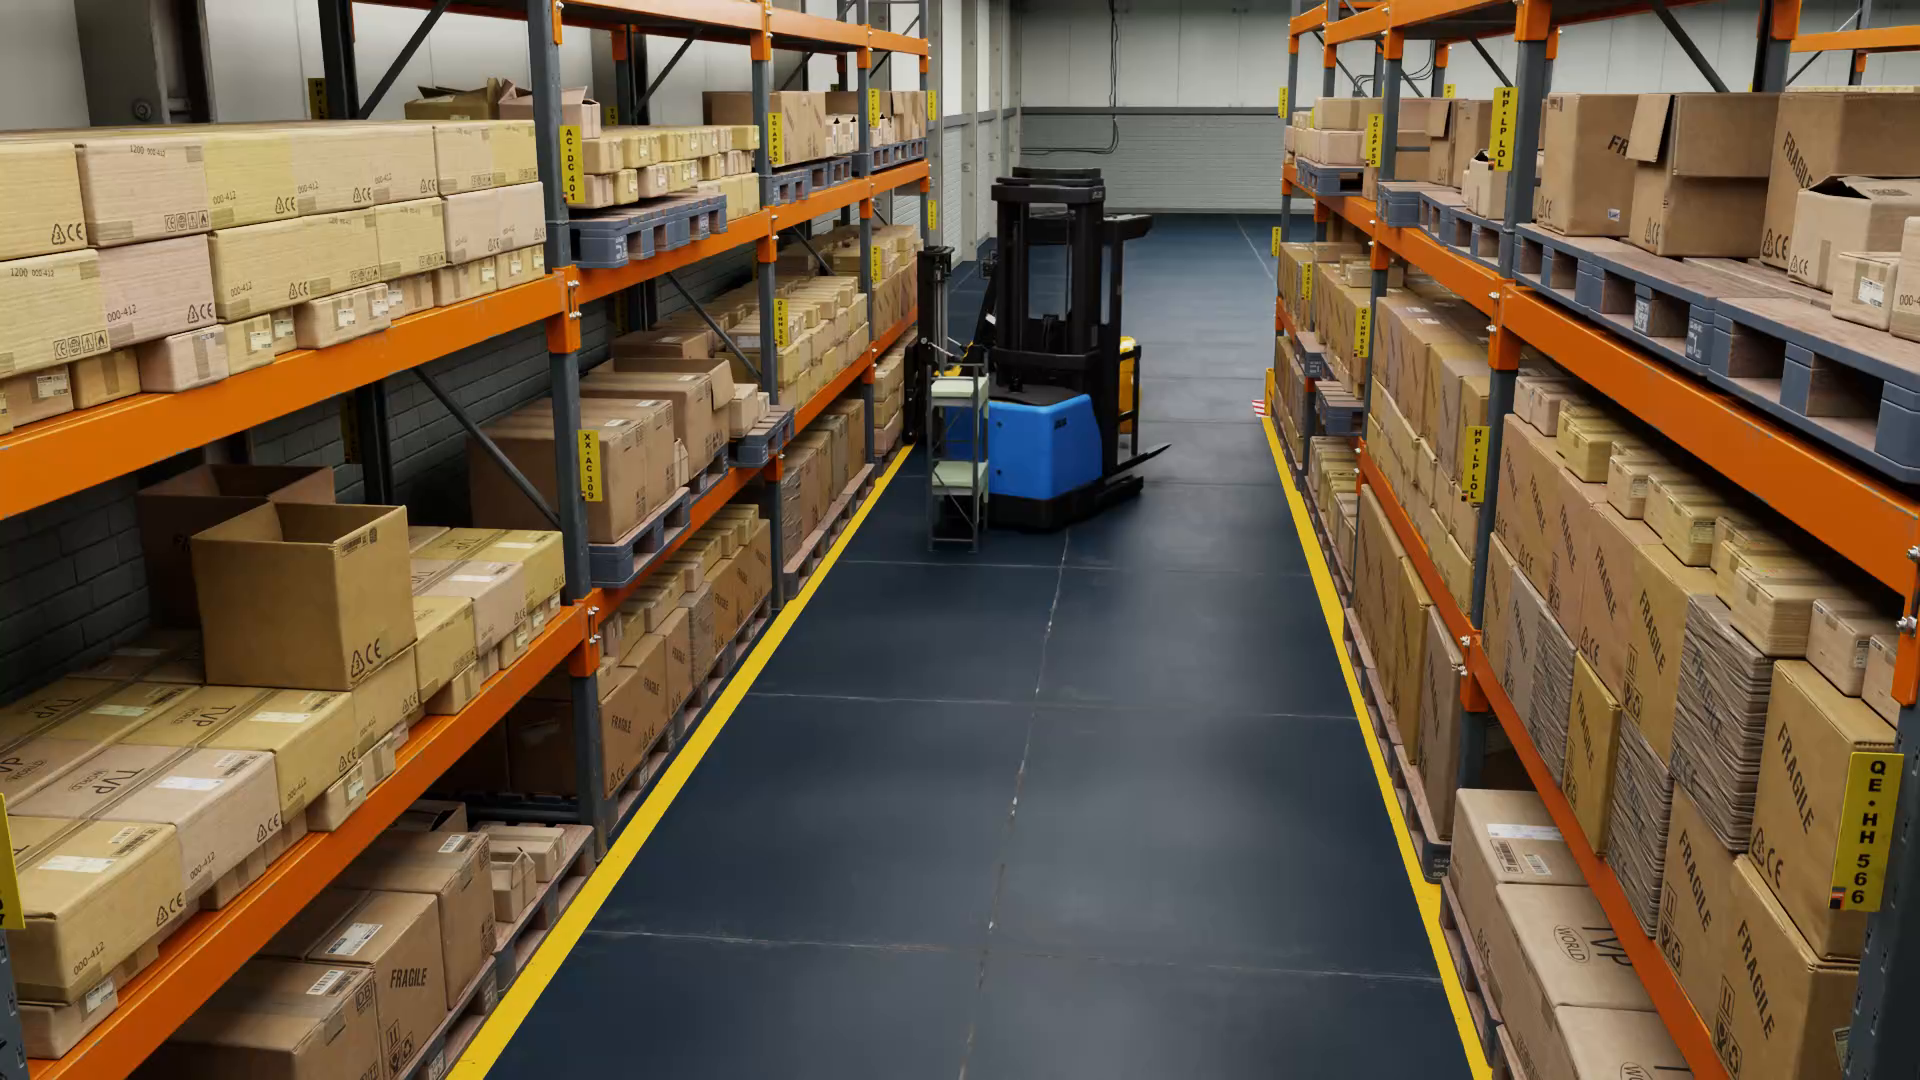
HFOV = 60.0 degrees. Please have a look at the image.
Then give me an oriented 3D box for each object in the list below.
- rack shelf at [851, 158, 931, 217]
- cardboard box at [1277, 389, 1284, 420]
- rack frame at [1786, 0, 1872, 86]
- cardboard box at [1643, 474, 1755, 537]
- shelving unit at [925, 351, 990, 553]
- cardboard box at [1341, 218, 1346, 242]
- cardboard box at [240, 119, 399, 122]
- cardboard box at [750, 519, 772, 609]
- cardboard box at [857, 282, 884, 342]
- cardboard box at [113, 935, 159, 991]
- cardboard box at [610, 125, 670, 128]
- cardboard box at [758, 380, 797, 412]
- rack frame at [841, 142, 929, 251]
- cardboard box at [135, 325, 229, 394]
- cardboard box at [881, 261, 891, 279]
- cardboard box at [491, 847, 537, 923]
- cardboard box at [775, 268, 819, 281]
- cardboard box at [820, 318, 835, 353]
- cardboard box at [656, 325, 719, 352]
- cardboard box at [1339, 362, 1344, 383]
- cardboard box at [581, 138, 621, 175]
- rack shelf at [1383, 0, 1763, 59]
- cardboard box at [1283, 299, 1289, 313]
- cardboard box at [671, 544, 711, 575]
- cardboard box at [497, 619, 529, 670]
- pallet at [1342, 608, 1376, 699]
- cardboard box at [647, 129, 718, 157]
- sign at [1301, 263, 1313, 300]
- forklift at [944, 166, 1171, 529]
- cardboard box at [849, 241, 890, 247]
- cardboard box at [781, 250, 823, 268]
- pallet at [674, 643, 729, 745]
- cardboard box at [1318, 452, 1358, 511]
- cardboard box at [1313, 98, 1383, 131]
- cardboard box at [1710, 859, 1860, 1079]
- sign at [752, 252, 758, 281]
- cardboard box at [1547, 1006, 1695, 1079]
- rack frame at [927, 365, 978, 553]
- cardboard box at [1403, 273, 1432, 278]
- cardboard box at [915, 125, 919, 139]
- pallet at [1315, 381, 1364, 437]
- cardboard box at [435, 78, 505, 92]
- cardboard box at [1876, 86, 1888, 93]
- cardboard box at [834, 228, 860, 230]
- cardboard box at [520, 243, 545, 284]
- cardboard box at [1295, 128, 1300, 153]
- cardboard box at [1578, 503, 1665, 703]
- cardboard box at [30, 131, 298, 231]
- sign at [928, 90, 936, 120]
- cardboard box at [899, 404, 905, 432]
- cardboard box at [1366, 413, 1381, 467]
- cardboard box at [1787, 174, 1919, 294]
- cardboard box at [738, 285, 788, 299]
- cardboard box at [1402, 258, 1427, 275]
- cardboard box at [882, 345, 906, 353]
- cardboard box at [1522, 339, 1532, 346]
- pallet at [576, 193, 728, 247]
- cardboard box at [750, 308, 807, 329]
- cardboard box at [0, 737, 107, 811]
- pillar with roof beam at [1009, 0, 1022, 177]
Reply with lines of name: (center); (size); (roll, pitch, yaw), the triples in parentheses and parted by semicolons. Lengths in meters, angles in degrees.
rack shelf: (-1.082, -3.625, 16.952); (1.077, 0.370, 4.000); (2, 15, 6)
cardboard box: (3.645, -1.440, 17.703); (0.500, 0.250, 0.500); (2, 15, 8)
rack frame: (9.006, -5.674, 17.406); (1.000, 3.000, 0.127); (2, 15, 6)
cardboard box: (2.250, -0.091, 4.902); (0.380, 0.149, 0.250); (2, 15, 8)
shelving unit: (-0.013, -0.721, 13.454); (0.431, 1.500, 0.755); (2, 15, 7)
cardboard box: (4.052, -2.904, 15.976); (0.700, 0.500, 0.500); (1, 15, 5)
cardboard box: (-2.549, -1.571, 6.738); (0.500, 0.250, 0.500); (2, 15, 6)
cardboard box: (-1.593, 0.152, 11.337); (0.500, 0.500, 0.500); (2, 15, 8)
cardboard box: (-0.998, -2.161, 15.715); (0.500, 0.500, 0.500); (1, 15, 5)
cardboard box: (-2.370, 1.084, 4.389); (0.380, 0.149, 0.250); (2, 15, 8)
cardboard box: (-2.076, -2.592, 10.709); (0.380, 0.149, 0.250); (1, 15, 4)
cardboard box: (-1.466, -1.003, 11.913); (0.500, 0.250, 0.500); (2, 15, 6)
rack frame: (-0.857, -3.043, 19.168); (1.000, 3.000, 0.127); (2, 15, 6)
cardboard box: (-2.215, -0.492, 4.469); (0.380, 0.149, 0.250); (2, 15, 7)
cardboard box: (-0.880, -2.639, 16.241); (0.380, 0.149, 0.250); (2, 15, 7)
cardboard box: (-2.022, 1.432, 7.051); (0.396, 0.266, 0.258); (2, 15, 8)
cardboard box: (-1.527, -2.458, 15.570); (0.380, 0.149, 0.250); (2, 15, 6)
cardboard box: (-1.299, -1.643, 13.321); (0.500, 0.250, 0.500); (2, 15, 7)
cardboard box: (-1.924, -1.420, 11.731); (0.380, 0.149, 0.250); (2, 15, 8)
cardboard box: (2.955, -1.199, 12.028); (0.380, 0.149, 0.250); (1, 15, 4)
cardboard box: (-1.741, -1.716, 7.431); (0.380, 0.149, 0.250); (2, 15, 8)
rack shelf: (2.947, -2.660, 8.402); (1.077, 0.370, 4.000); (2, 15, 6)
cardboard box: (3.633, -2.497, 17.633); (0.380, 0.149, 0.250); (2, 15, 7)
cardboard box: (-1.739, 0.129, 10.180); (0.380, 0.149, 0.250); (1, 15, 5)
cardboard box: (-2.009, 0.417, 6.853); (0.380, 0.149, 0.250); (2, 15, 8)
pallet: (3.009, 0.726, 10.574); (1.003, 0.211, 1.213); (2, 15, 6)
cardboard box: (-1.624, -2.311, 9.668); (0.380, 0.149, 0.250); (1, 15, 5)
sign: (3.084, -2.292, 14.733); (0.100, 0.325, 0.005); (2, 15, 6)
forklift: (1.025, -1.845, 14.870); (1.130, 2.935, 3.031); (9, 17, 29)
cardboard box: (-0.911, -2.921, 16.712); (0.380, 0.149, 0.250); (2, 15, 6)
cardboard box: (-1.503, -2.666, 15.770); (0.380, 0.149, 0.250); (1, 15, 5)
pallet: (-2.021, 0.886, 9.980); (1.003, 0.211, 1.213); (2, 15, 6)
cardboard box: (3.490, -0.472, 13.889); (0.950, 0.372, 0.625); (3, 15, 10)
cardboard box: (3.114, -3.410, 13.306); (0.500, 0.250, 0.500); (1, 15, 5)
cardboard box: (2.062, 1.071, 3.763); (0.500, 0.500, 0.500); (2, 15, 7)
sign: (-1.860, -2.477, 15.267); (0.100, 0.325, 0.005); (2, 15, 6)
cardboard box: (2.340, 1.875, 5.087); (0.875, 0.438, 0.875); (2, 15, 8)
rack frame: (-0.058, -0.626, 13.103); (0.400, 1.500, 0.023); (2, 15, 7)
cardboard box: (3.681, -1.866, 13.249); (0.500, 0.500, 0.500); (2, 15, 8)
cardboard box: (-0.648, -4.397, 17.914); (0.380, 0.149, 0.250); (1, 15, 5)
pallet: (3.148, -0.918, 11.678); (1.213, 0.211, 1.003); (2, 15, 6)
cardboard box: (-2.247, -2.003, 7.697); (0.396, 0.266, 0.258); (2, 15, 6)
cardboard box: (8.336, -3.938, 14.690); (0.380, 0.149, 0.250); (2, 15, 6)
cardboard box: (-1.185, -3.331, 18.230); (0.380, 0.149, 0.250); (2, 15, 7)
cardboard box: (-1.958, -1.155, 6.922); (0.380, 0.149, 0.250); (2, 15, 6)
cardboard box: (3.654, -4.029, 16.786); (0.500, 0.250, 0.500); (2, 15, 8)
cardboard box: (2.236, 0.194, 5.090); (0.500, 0.500, 0.500); (2, 15, 6)
cardboard box: (-2.243, -1.023, 4.713); (0.500, 0.250, 0.500); (1, 15, 5)
sign: (-0.319, -4.860, 18.599); (0.100, 0.325, 0.005); (2, 15, 6)
cardboard box: (-0.840, -1.262, 17.047); (0.500, 0.250, 0.500); (2, 15, 7)
cardboard box: (2.868, -0.631, 10.535); (0.500, 0.250, 0.500); (1, 15, 5)
cardboard box: (2.489, -0.790, 4.267); (0.500, 0.311, 0.500); (2, 15, 7)
cardboard box: (-1.680, -2.082, 14.181); (0.380, 0.149, 0.250); (2, 15, 6)
cardboard box: (3.724, -2.190, 13.207); (0.380, 0.149, 0.250); (1, 15, 4)
cardboard box: (-0.762, -1.877, 17.405); (0.500, 0.250, 0.500); (1, 15, 5)
cardboard box: (3.198, -0.819, 8.836); (0.500, 0.500, 0.500); (1, 15, 5)
pallet: (-1.953, -1.724, 8.904); (1.213, 0.211, 1.003); (2, 15, 6)
cardboard box: (-1.383, -1.674, 12.672); (0.380, 0.149, 0.250); (2, 15, 7)
cardboard box: (-2.814, 0.775, 4.767); (0.500, 0.250, 0.500); (2, 15, 6)
pillar with roof beam: (5.832, -13.439, 46.121); (9.100, 9.000, 0.400); (2, 15, 6)
